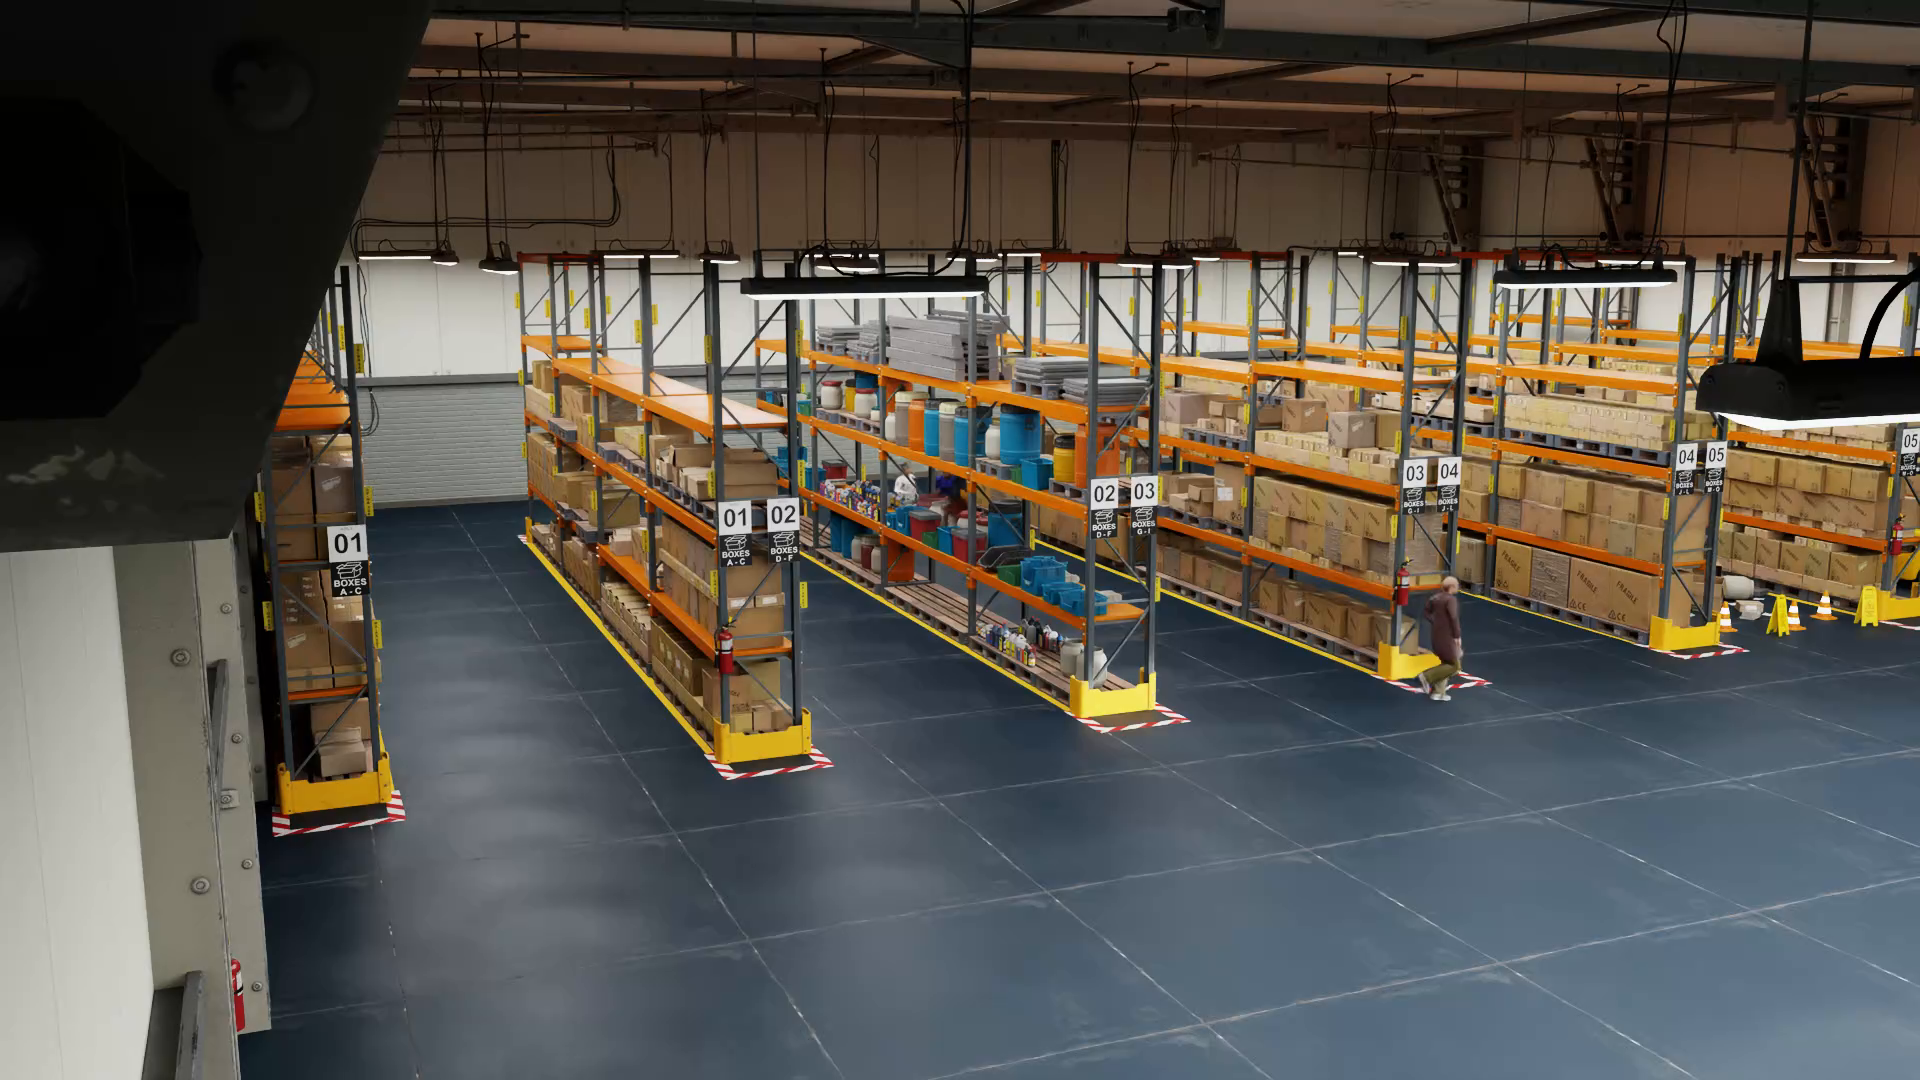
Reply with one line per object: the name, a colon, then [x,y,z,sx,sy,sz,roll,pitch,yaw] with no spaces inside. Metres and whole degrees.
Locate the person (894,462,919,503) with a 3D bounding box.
person: [-1.101,-0.821,34.823,0.627,1.665,0.870,-6,12,-29]

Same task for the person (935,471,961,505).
person: [-0.258,-0.877,35.738,0.579,1.484,0.816,-1,10,-5]

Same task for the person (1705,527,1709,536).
person: [15.159,-0.587,33.583,0.639,1.694,0.627,-6,12,-32]

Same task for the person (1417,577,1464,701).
person: [6.617,1.370,22.816,0.567,1.745,0.775,-1,10,-8]
